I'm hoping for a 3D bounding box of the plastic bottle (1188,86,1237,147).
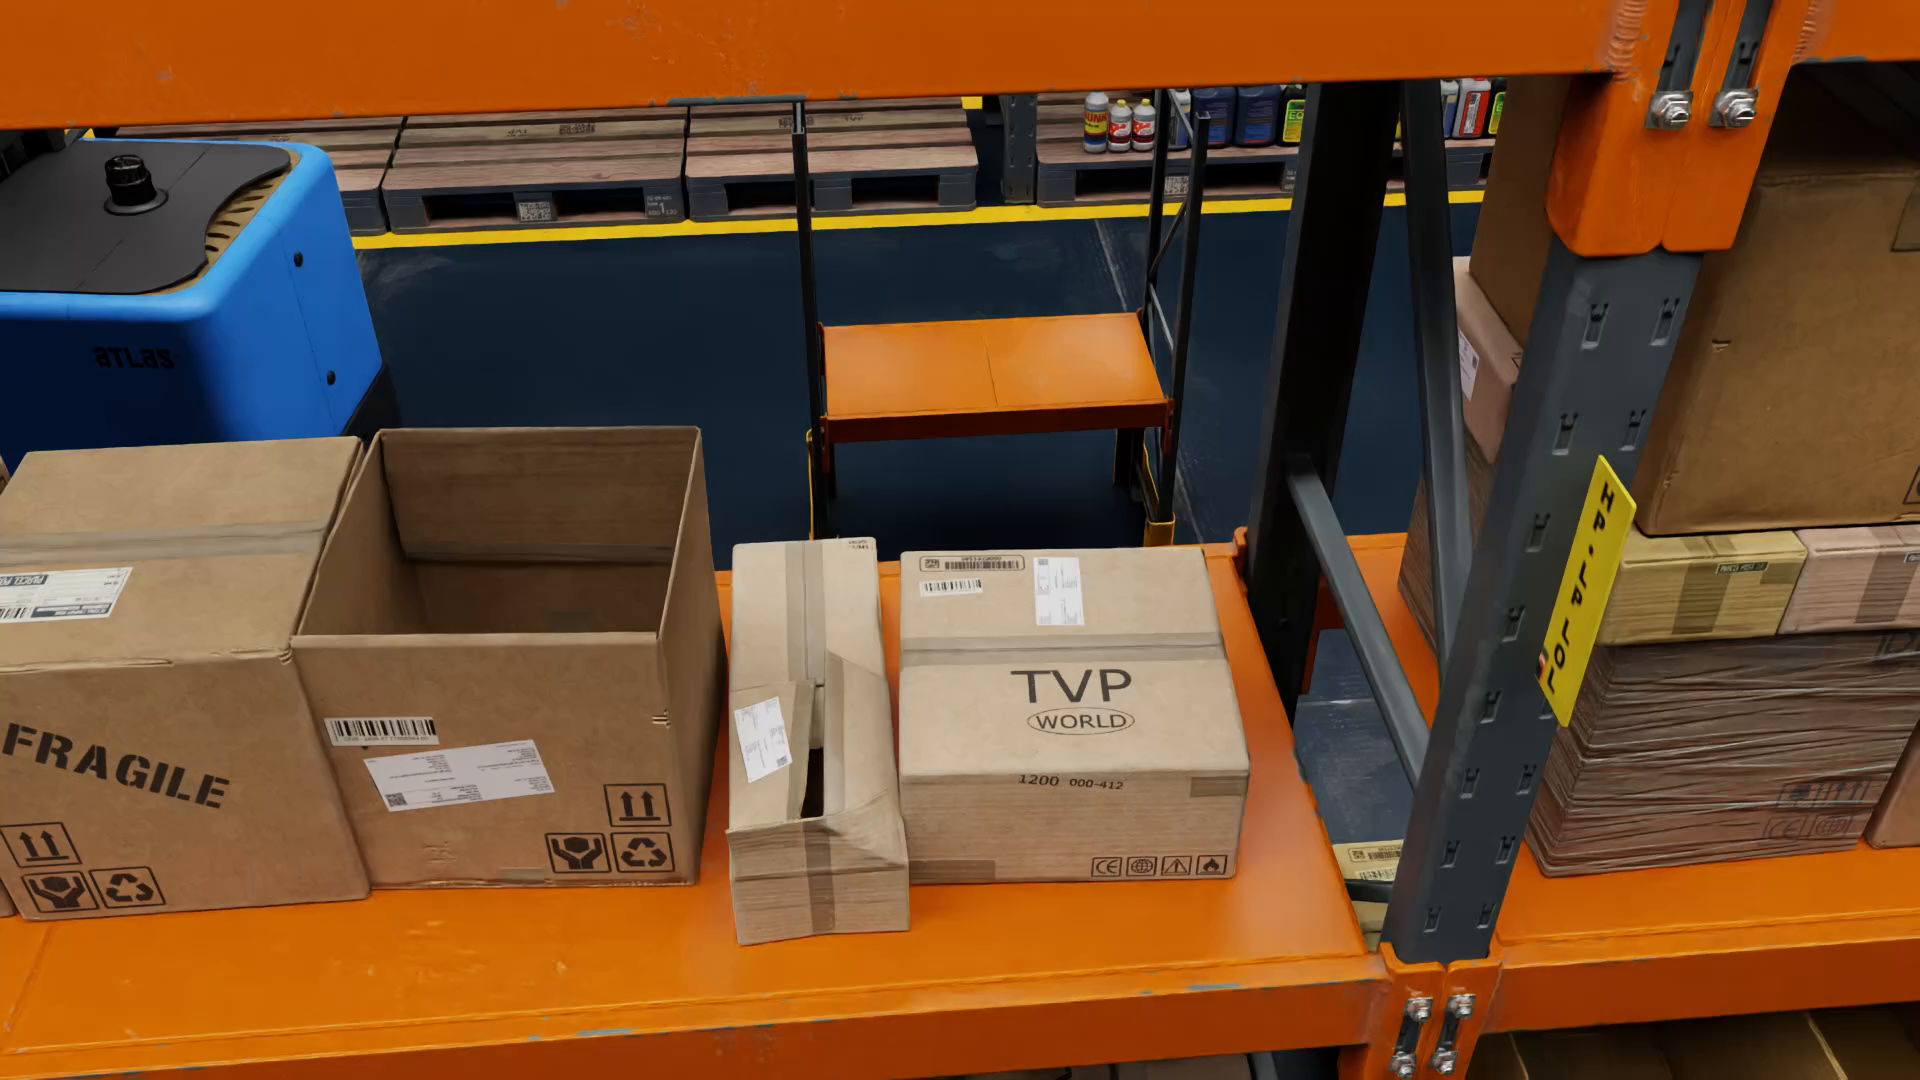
[{"bbox_3d":[1.050,-1.827,6.927,0.185,0.351,0.144,-2,38,-3],"label":"plastic bottle"}]

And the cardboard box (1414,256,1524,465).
[{"bbox_3d":[0.896,-0.290,2.592,0.250,0.149,0.380,-3,38,-4],"label":"cardboard box"}]

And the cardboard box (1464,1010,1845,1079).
[{"bbox_3d":[1.134,0.939,2.914,0.500,0.500,0.500,-3,38,-4],"label":"cardboard box"}]

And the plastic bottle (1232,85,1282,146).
[{"bbox_3d":[1.238,-1.837,6.940,0.185,0.351,0.144,-5,39,-6],"label":"plastic bottle"}]

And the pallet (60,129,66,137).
[{"bbox_3d":[-4.557,-1.522,7.009,1.213,0.211,1.003,-3,38,-4],"label":"pallet"}]

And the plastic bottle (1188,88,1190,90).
[{"bbox_3d":[1.037,-1.916,7.039,0.185,0.351,0.144,-3,38,-4],"label":"plastic bottle"}]

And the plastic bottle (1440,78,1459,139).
[{"bbox_3d":[2.011,-1.853,7.020,0.135,0.276,0.152,-4,38,-5],"label":"plastic bottle"}]

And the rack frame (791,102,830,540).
[{"bbox_3d":[-0.421,-0.566,4.756,0.032,1.500,0.500,-3,38,-4],"label":"rack frame"}]

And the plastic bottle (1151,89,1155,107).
[{"bbox_3d":[0.875,-1.859,7.022,0.133,0.283,0.061,-3,38,-4],"label":"plastic bottle"}]

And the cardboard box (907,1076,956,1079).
[{"bbox_3d":[-0.252,1.077,2.892,0.500,0.311,0.500,-2,38,-3],"label":"cardboard box"}]

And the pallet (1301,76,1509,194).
[{"bbox_3d":[2.100,-1.891,7.476,1.213,0.211,1.003,-3,38,-4],"label":"pallet"}]

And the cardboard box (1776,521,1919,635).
[{"bbox_3d":[1.179,-0.052,2.290,0.250,0.149,0.380,-3,38,-3],"label":"cardboard box"}]

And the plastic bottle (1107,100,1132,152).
[{"bbox_3d":[0.667,-1.732,6.928,0.097,0.201,0.097,0,38,0],"label":"plastic bottle"}]

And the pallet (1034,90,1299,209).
[{"bbox_3d":[0.882,-1.822,7.389,1.213,0.211,1.003,-3,38,-4],"label":"pallet"}]

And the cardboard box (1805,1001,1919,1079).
[{"bbox_3d":[1.631,0.906,2.955,0.500,0.500,0.500,-3,38,-4],"label":"cardboard box"}]

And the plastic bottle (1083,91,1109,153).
[{"bbox_3d":[0.565,-1.754,6.899,0.097,0.271,0.097,0,38,0],"label":"plastic bottle"}]

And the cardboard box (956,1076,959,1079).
[{"bbox_3d":[0.257,1.267,3.103,0.500,0.250,0.500,-3,38,-4],"label":"cardboard box"}]

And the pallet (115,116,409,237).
[{"bbox_3d":[-3.000,-1.610,7.120,1.213,0.211,1.003,-3,38,-4],"label":"pallet"}]

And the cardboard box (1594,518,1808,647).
[{"bbox_3d":[0.929,-0.038,2.273,0.250,0.149,0.380,-3,38,-4],"label":"cardboard box"}]

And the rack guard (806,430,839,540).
[{"bbox_3d":[-0.420,-0.075,5.143,0.087,0.250,0.587,-3,38,-4],"label":"rack guard"}]

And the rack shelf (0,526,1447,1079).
[{"bbox_3d":[-1.348,0.543,2.721,4.000,0.370,1.077,-3,38,-4],"label":"rack shelf"}]

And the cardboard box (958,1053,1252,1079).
[{"bbox_3d":[0.266,1.044,2.933,0.500,0.311,0.500,-3,38,-4],"label":"cardboard box"}]

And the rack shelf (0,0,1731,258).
[{"bbox_3d":[-1.348,-0.635,1.792,4.000,0.370,1.077,-3,38,-4],"label":"rack shelf"}]

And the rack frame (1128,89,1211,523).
[{"bbox_3d":[0.591,-0.621,4.827,0.032,1.500,0.500,-3,38,-4],"label":"rack frame"}]

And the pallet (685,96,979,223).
[{"bbox_3d":[-0.570,-1.744,7.290,1.213,0.211,1.003,-3,38,-4],"label":"pallet"}]

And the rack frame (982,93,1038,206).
[{"bbox_3d":[0.209,-2.906,6.511,0.127,3.000,1.000,-3,38,-4],"label":"rack frame"}]

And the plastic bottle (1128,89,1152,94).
[{"bbox_3d":[0.838,-2.163,7.353,0.185,0.351,0.144,-3,38,-4],"label":"plastic bottle"}]

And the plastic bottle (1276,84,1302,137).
[{"bbox_3d":[1.381,-1.837,7.004,0.097,0.271,0.097,0,38,0],"label":"plastic bottle"}]

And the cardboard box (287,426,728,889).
[{"bbox_3d":[-0.647,0.173,2.529,0.500,0.500,0.500,-1,38,-1],"label":"cardboard box"}]

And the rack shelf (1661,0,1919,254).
[{"bbox_3d":[2.636,-0.854,2.070,4.000,0.370,1.077,-3,38,-4],"label":"rack shelf"}]

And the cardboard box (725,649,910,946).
[{"bbox_3d":[-0.215,0.365,2.474,0.258,0.266,0.396,-4,38,-5],"label":"cardboard box"}]

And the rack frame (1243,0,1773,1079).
[{"bbox_3d":[0.644,0.151,2.637,0.127,3.000,1.000,-3,38,-4],"label":"rack frame"}]

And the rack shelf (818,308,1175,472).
[{"bbox_3d":[0.085,-0.452,4.903,1.000,0.185,0.538,-3,38,-4],"label":"rack shelf"}]

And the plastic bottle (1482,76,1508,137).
[{"bbox_3d":[2.288,-1.842,7.001,0.133,0.283,0.061,-2,38,-3],"label":"plastic bottle"}]

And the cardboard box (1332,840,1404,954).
[{"bbox_3d":[1.087,0.905,3.562,0.500,0.250,0.500,-3,38,-4],"label":"cardboard box"}]

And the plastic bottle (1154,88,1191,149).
[{"bbox_3d":[0.885,-1.791,6.942,0.135,0.276,0.152,-2,38,-2],"label":"plastic bottle"}]

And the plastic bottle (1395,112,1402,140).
[{"bbox_3d":[1.847,-1.870,6.982,0.185,0.351,0.144,-2,38,-2],"label":"plastic bottle"}]

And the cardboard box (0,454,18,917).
[{"bbox_3d":[-1.670,0.229,2.458,0.500,0.500,0.500,-5,39,-6],"label":"cardboard box"}]

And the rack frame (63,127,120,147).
[{"bbox_3d":[-3.775,-2.686,6.233,0.127,3.000,1.000,-3,38,-4],"label":"rack frame"}]

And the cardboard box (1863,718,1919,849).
[{"bbox_3d":[1.610,0.050,2.684,0.500,0.500,0.700,-4,38,-4],"label":"cardboard box"}]

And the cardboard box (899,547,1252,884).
[{"bbox_3d":[0.158,0.264,2.615,0.500,0.250,0.500,-1,38,-1],"label":"cardboard box"}]

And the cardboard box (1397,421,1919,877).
[{"bbox_3d":[1.086,0.083,2.642,0.500,0.500,0.700,-4,38,-5],"label":"cardboard box"}]

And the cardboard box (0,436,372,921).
[{"bbox_3d":[-1.146,0.200,2.494,0.500,0.500,0.500,-3,38,-4],"label":"cardboard box"}]

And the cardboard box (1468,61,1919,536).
[{"bbox_3d":[1.086,-0.426,2.240,0.500,0.500,0.700,-3,38,-4],"label":"cardboard box"}]

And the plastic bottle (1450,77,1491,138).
[{"bbox_3d":[2.149,-1.860,7.030,0.135,0.276,0.152,-3,38,-4],"label":"plastic bottle"}]

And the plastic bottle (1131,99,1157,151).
[{"bbox_3d":[0.768,-1.738,6.935,0.097,0.201,0.097,0,38,0],"label":"plastic bottle"}]

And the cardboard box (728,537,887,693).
[{"bbox_3d":[-0.257,0.172,2.813,0.250,0.149,0.380,-3,38,-4],"label":"cardboard box"}]

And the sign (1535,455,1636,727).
[{"bbox_3d":[0.702,0.062,1.879,0.005,0.325,0.100,-3,38,-4],"label":"sign"}]

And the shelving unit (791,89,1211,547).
[{"bbox_3d":[0.076,-0.593,4.791,1.083,1.500,0.587,-3,38,-4],"label":"shelving unit"}]

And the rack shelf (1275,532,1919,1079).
[{"bbox_3d":[2.636,0.324,2.999,4.000,0.370,1.077,-3,38,-4],"label":"rack shelf"}]

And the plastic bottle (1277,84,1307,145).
[{"bbox_3d":[1.406,-1.794,6.940,0.133,0.283,0.061,-2,38,-2],"label":"plastic bottle"}]

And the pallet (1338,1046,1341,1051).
[{"bbox_3d":[1.440,1.228,3.523,1.213,0.211,1.003,-3,38,-4],"label":"pallet"}]

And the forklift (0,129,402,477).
[{"bbox_3d":[-3.426,-1.270,4.493,3.031,2.935,1.130,2,38,3],"label":"forklift"}]

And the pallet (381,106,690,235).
[{"bbox_3d":[-1.788,-1.675,7.202,1.213,0.211,1.003,-3,38,-4],"label":"pallet"}]

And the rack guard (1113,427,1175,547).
[{"bbox_3d":[0.572,-0.130,5.212,0.087,0.250,0.587,-3,38,-4],"label":"rack guard"}]
